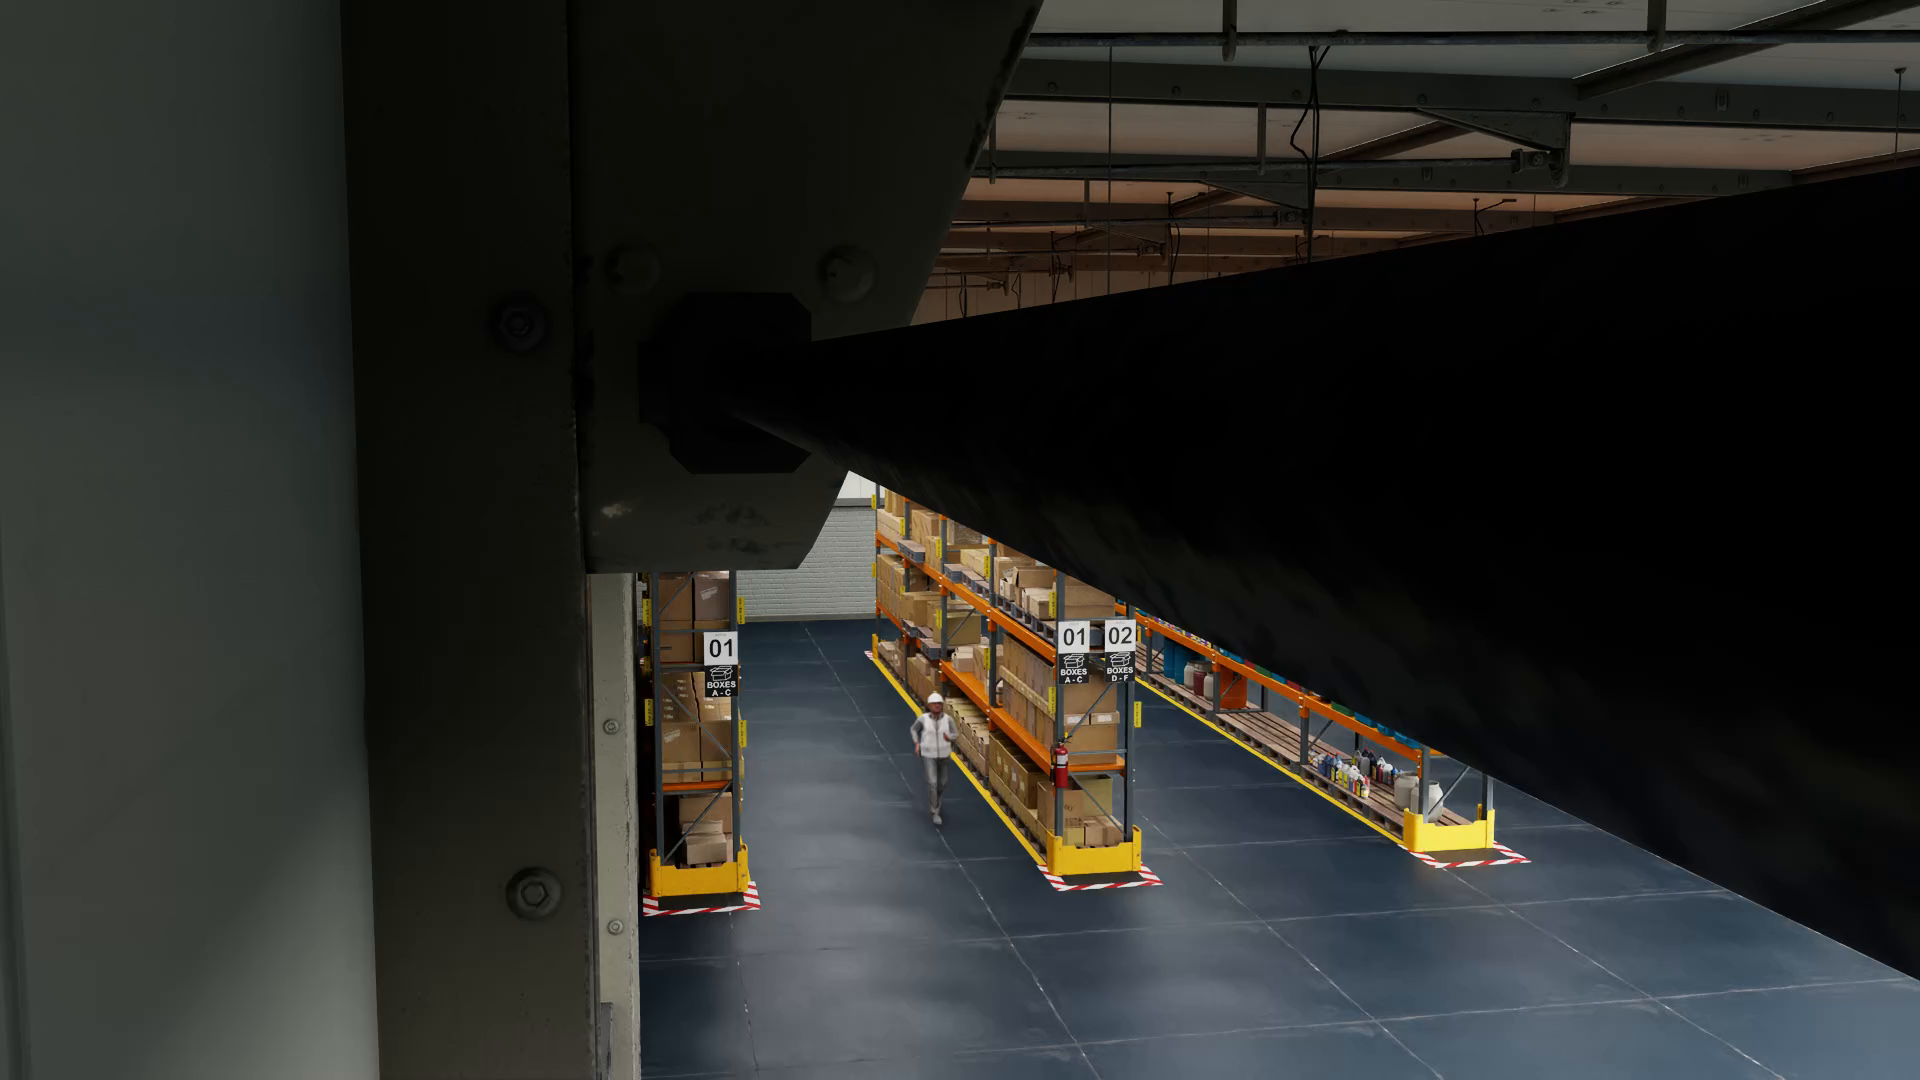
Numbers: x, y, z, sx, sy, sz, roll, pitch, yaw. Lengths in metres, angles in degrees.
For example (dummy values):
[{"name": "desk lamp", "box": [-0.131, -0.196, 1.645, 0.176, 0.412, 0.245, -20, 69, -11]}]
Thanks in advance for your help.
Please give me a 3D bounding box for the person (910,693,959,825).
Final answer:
[{"name": "person", "box": [-0.341, 3.026, 23.396, 0.656, 1.758, 0.970, -1, 6, -14]}]
